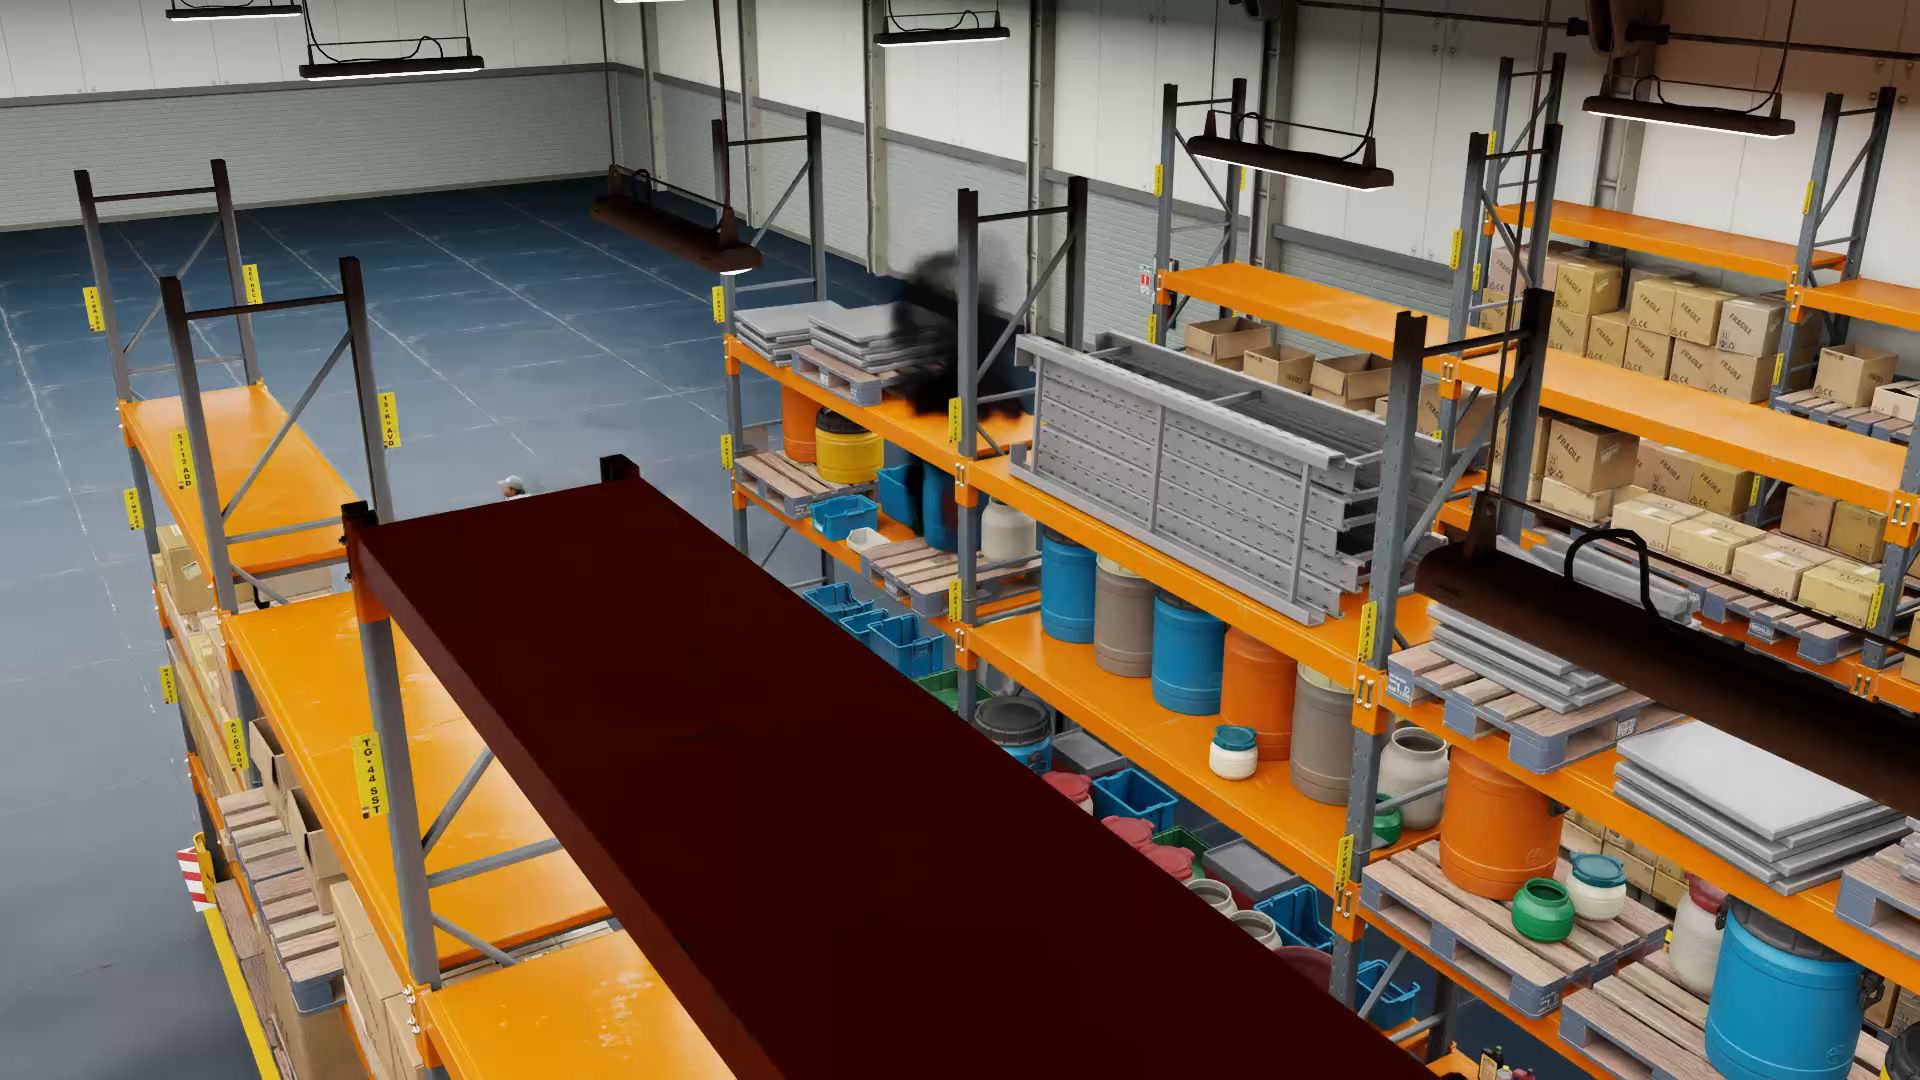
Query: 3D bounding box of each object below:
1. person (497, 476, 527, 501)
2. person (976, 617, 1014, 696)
[{"bbox_3d":[-5.075,0.032,19.120,0.784,1.633,0.620,-3,22,-7],"label":"person"},{"bbox_3d":[0.277,0.813,16.361,0.556,1.804,0.690,-15,26,-33],"label":"person"}]
